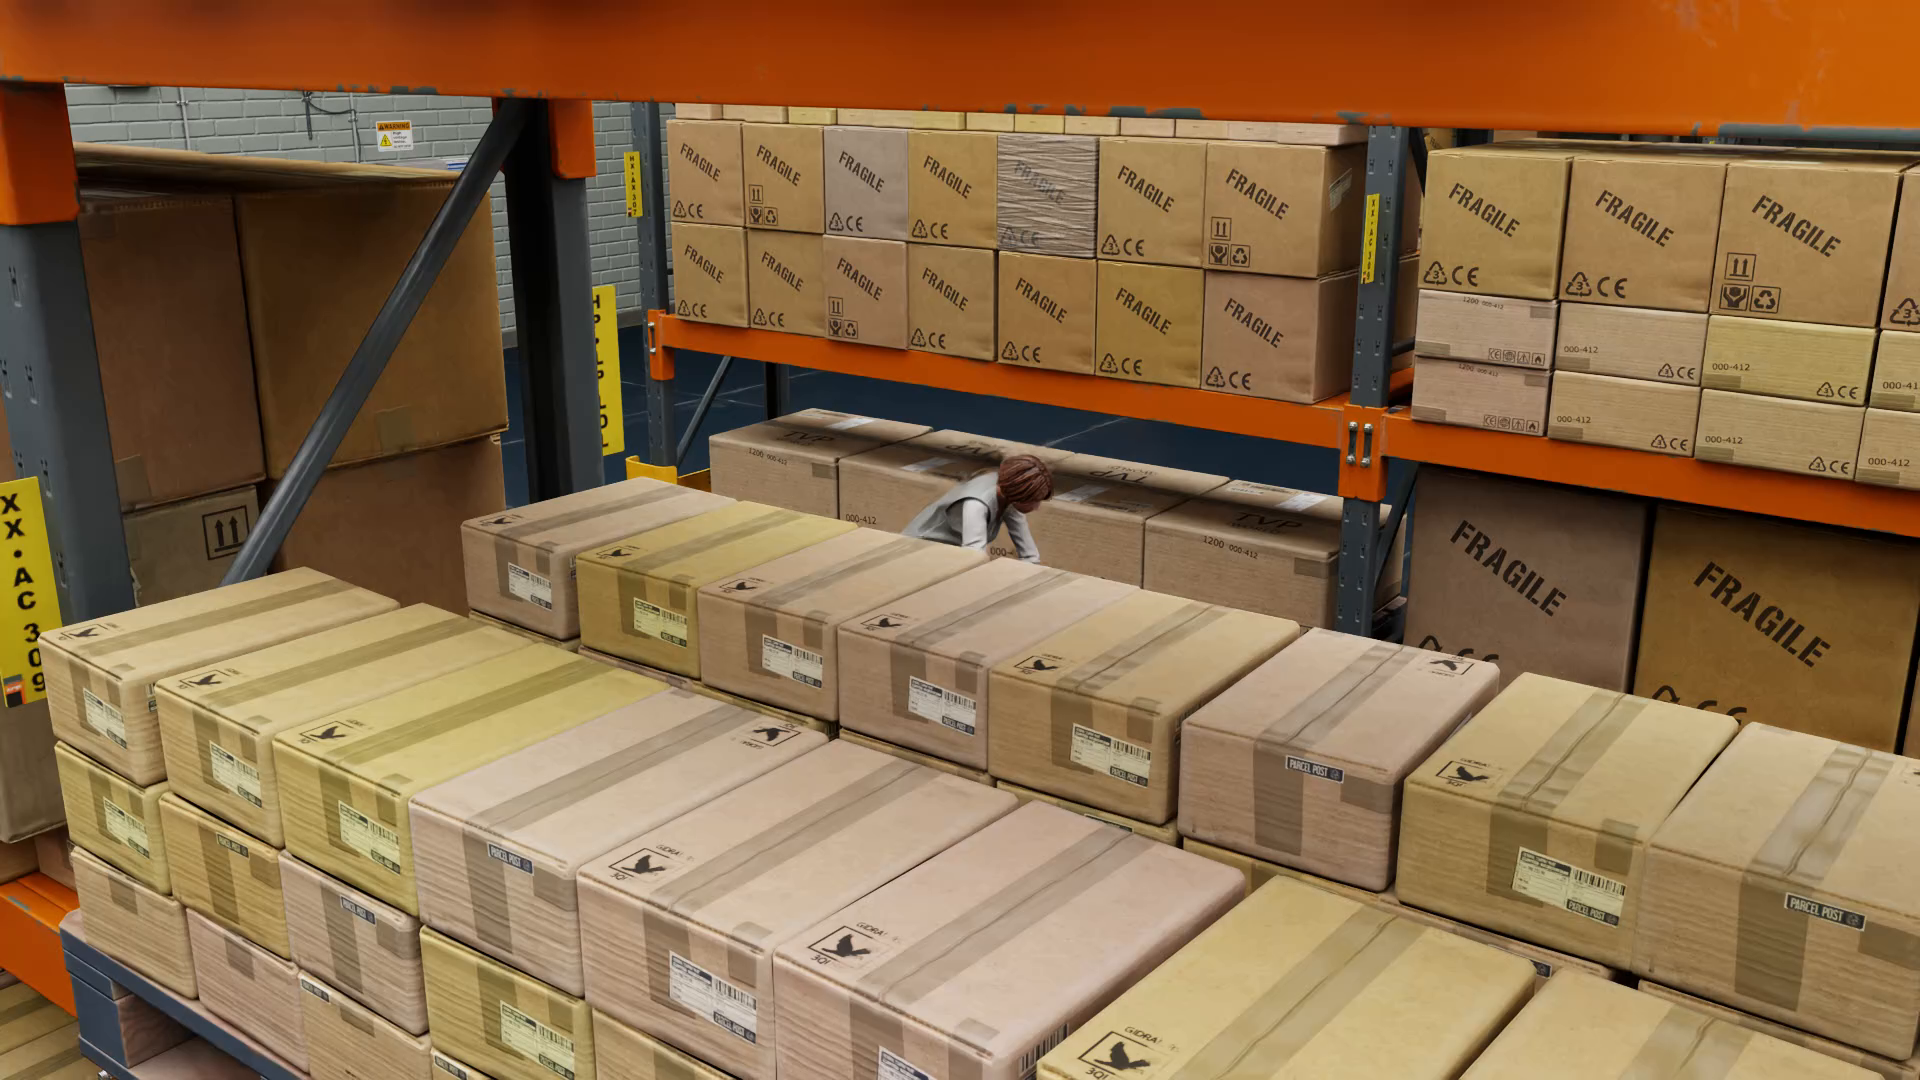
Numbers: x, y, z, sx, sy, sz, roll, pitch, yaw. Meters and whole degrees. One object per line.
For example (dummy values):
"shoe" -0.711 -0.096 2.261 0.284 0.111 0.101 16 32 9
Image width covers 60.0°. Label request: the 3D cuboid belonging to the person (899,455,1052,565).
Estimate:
"person" 0.048 0.176 6.803 0.730 1.122 0.464 12 21 35
